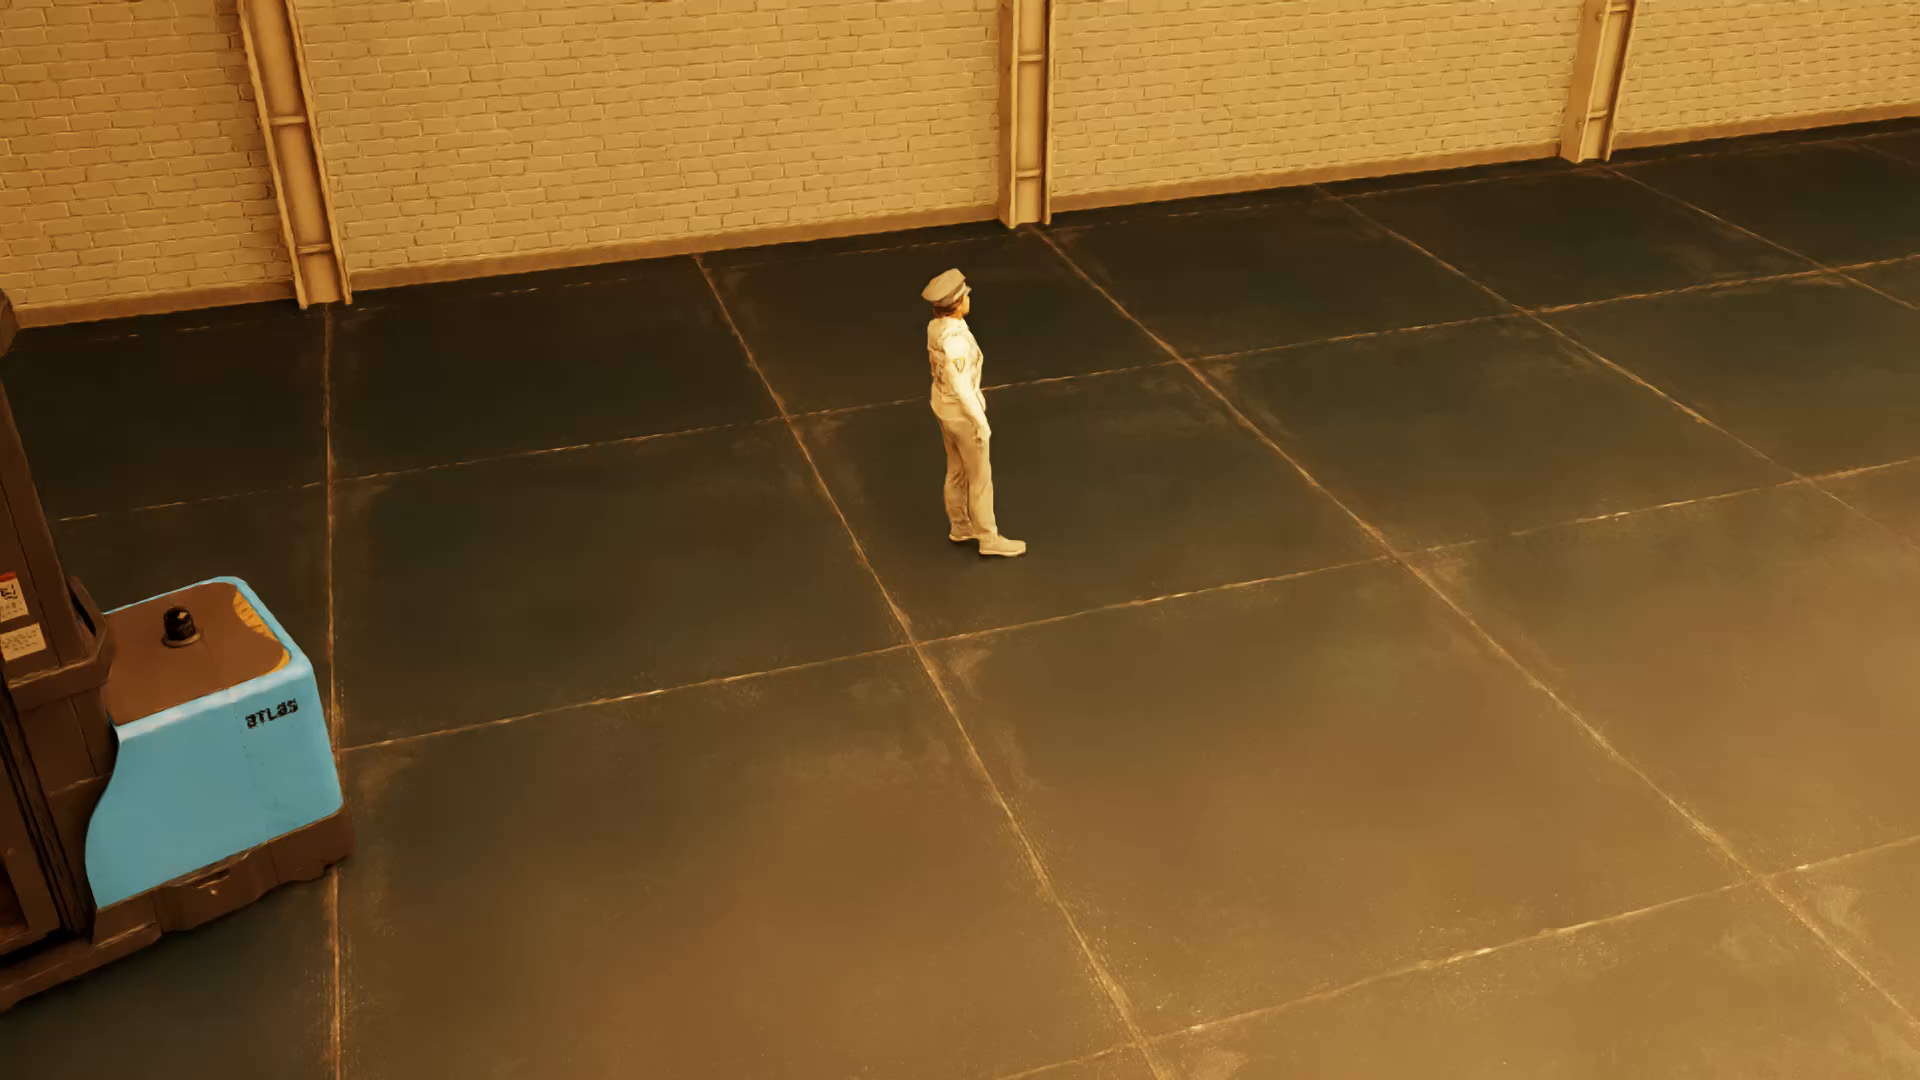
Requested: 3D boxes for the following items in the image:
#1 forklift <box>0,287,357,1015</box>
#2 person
[{"bbox_3d":[-4.188,0.447,6.310,3.031,2.935,1.130,-22,36,-33],"label":"forklift"},{"bbox_3d":[0.066,-0.748,9.612,0.532,1.695,0.586,-10,31,-16],"label":"person"}]
